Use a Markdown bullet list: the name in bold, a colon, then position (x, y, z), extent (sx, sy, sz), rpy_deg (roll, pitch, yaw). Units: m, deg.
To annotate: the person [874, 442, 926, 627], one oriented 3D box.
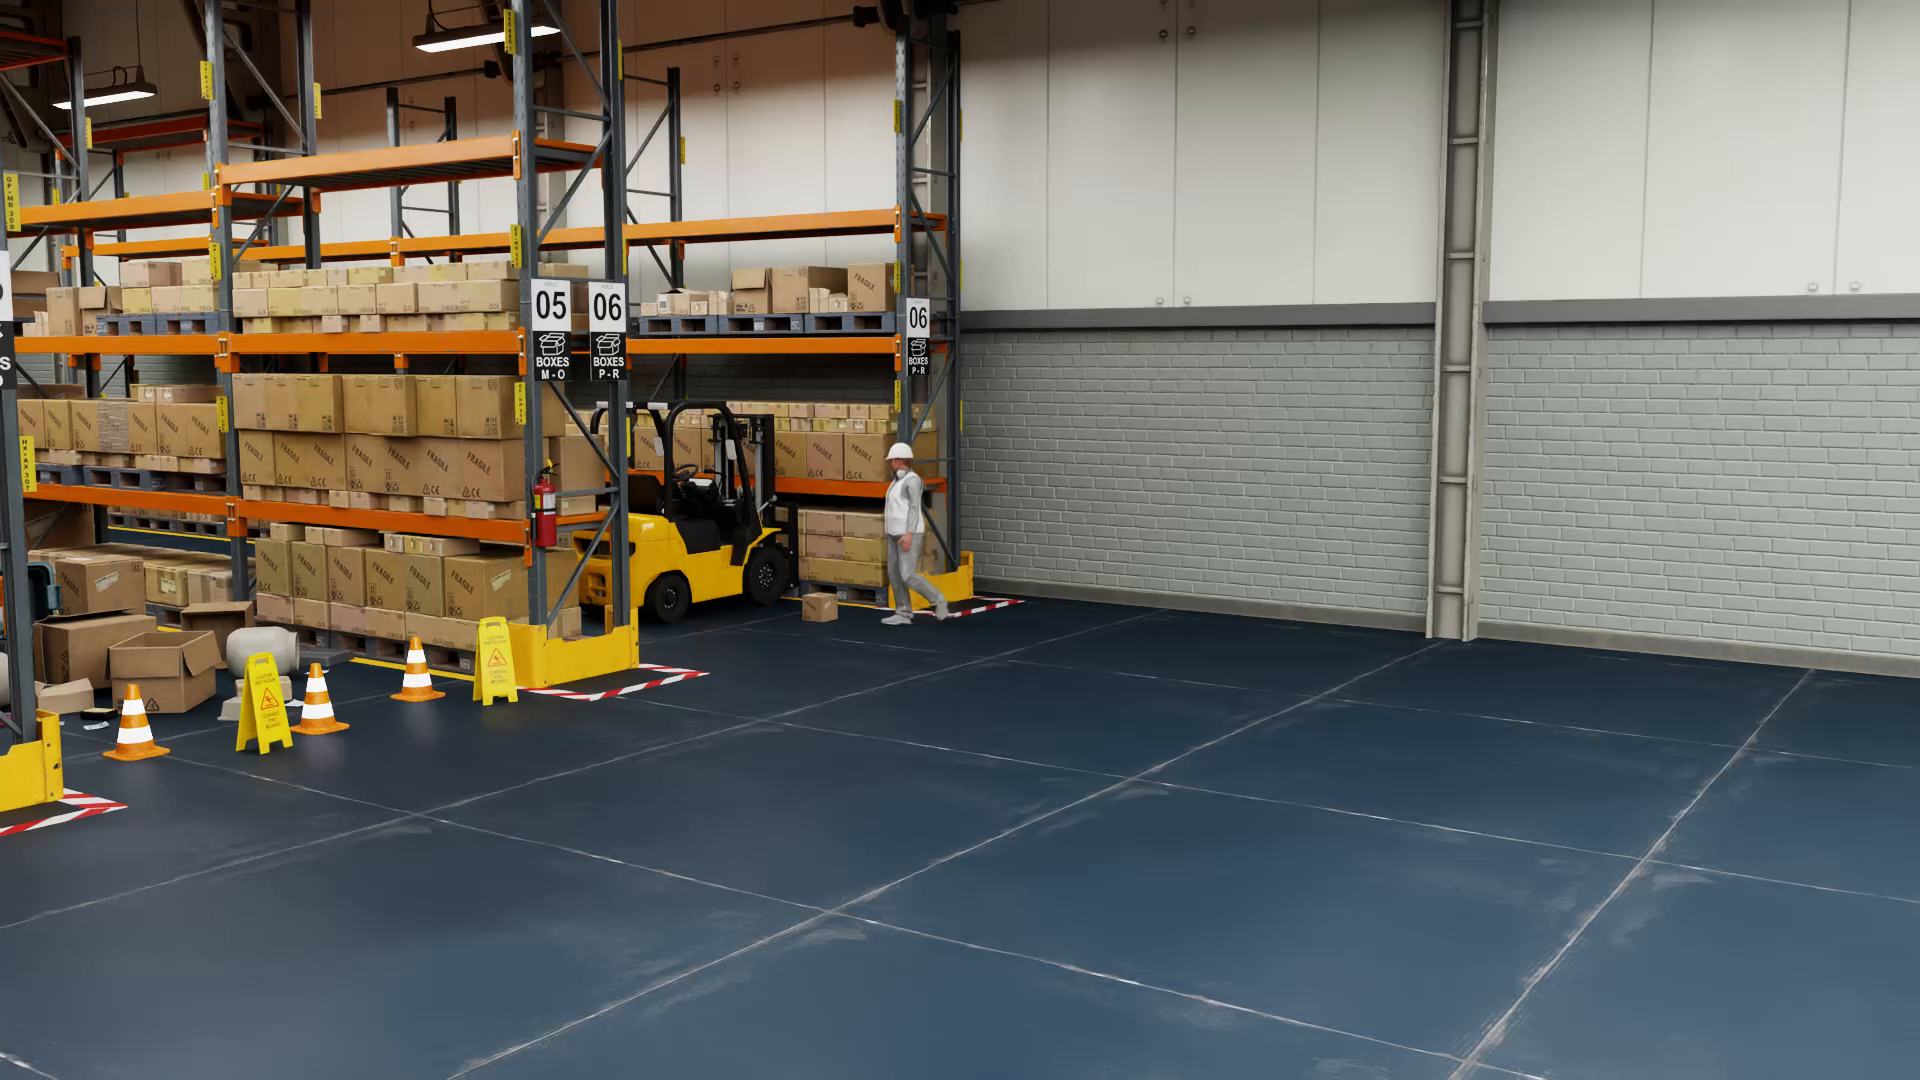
- **person**: position (-0.593, -0.067, 16.138), extent (0.453, 1.768, 0.623), rpy_deg (-2, 6, -16)
